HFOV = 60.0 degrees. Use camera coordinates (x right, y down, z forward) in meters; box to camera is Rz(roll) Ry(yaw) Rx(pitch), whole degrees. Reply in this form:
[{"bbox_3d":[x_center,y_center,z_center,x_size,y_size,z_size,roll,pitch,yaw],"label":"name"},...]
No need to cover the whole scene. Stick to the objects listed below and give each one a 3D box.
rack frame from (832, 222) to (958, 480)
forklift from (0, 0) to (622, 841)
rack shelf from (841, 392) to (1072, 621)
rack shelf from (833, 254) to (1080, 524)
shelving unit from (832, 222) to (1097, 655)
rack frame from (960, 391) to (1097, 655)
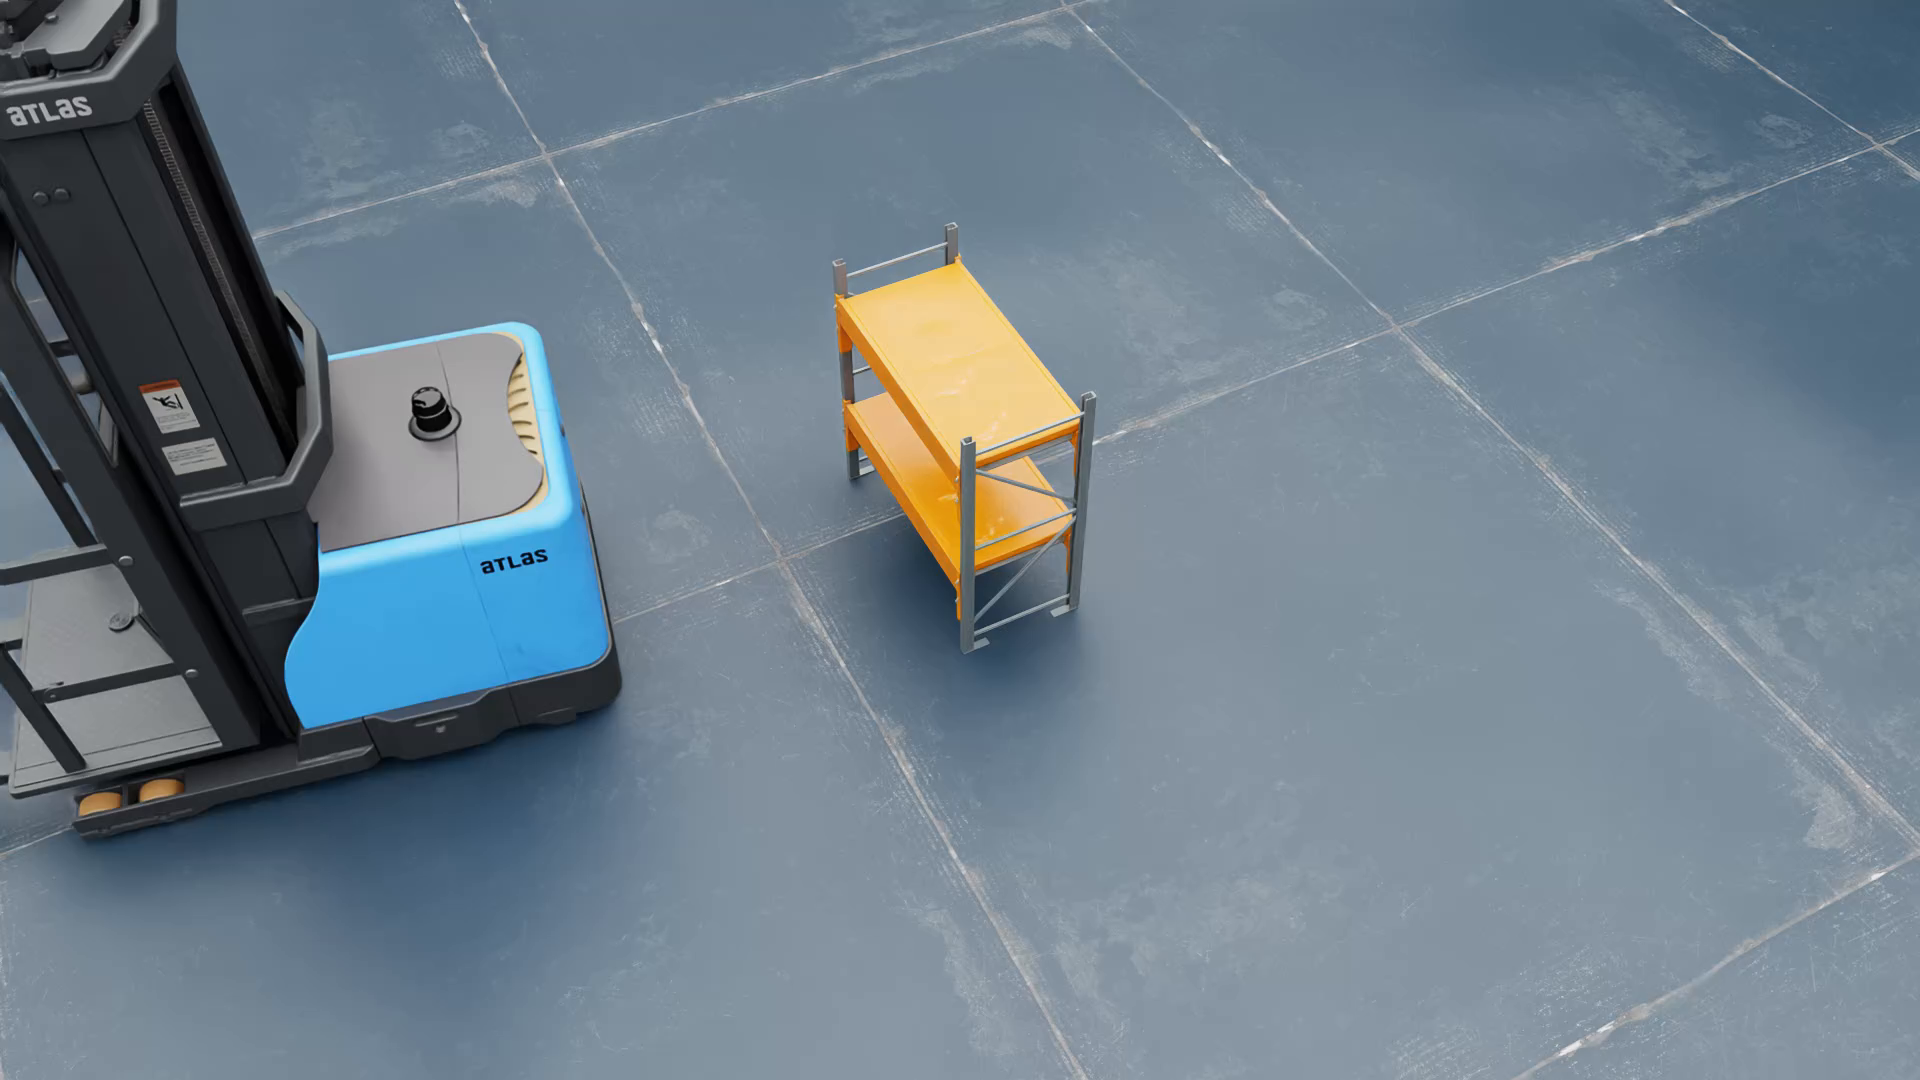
[{"bbox_3d":[-0.236,-0.715,6.521,0.500,1.125,0.032,-21,52,-18],"label":"rack frame"},{"bbox_3d":[-2.811,-0.388,5.035,3.031,2.935,1.130,-12,50,-11],"label":"forklift"},{"bbox_3d":[-0.003,-0.214,6.407,0.538,0.278,1.000,-21,52,-18],"label":"rack shelf"},{"bbox_3d":[-0.003,-0.568,6.003,0.538,0.278,1.000,-21,52,-18],"label":"rack shelf"},{"bbox_3d":[-0.003,-0.375,6.223,0.538,1.125,1.048,-21,52,-18],"label":"shelving unit"},{"bbox_3d":[0.230,-0.035,5.926,0.500,1.125,0.032,-21,52,-18],"label":"rack frame"}]
